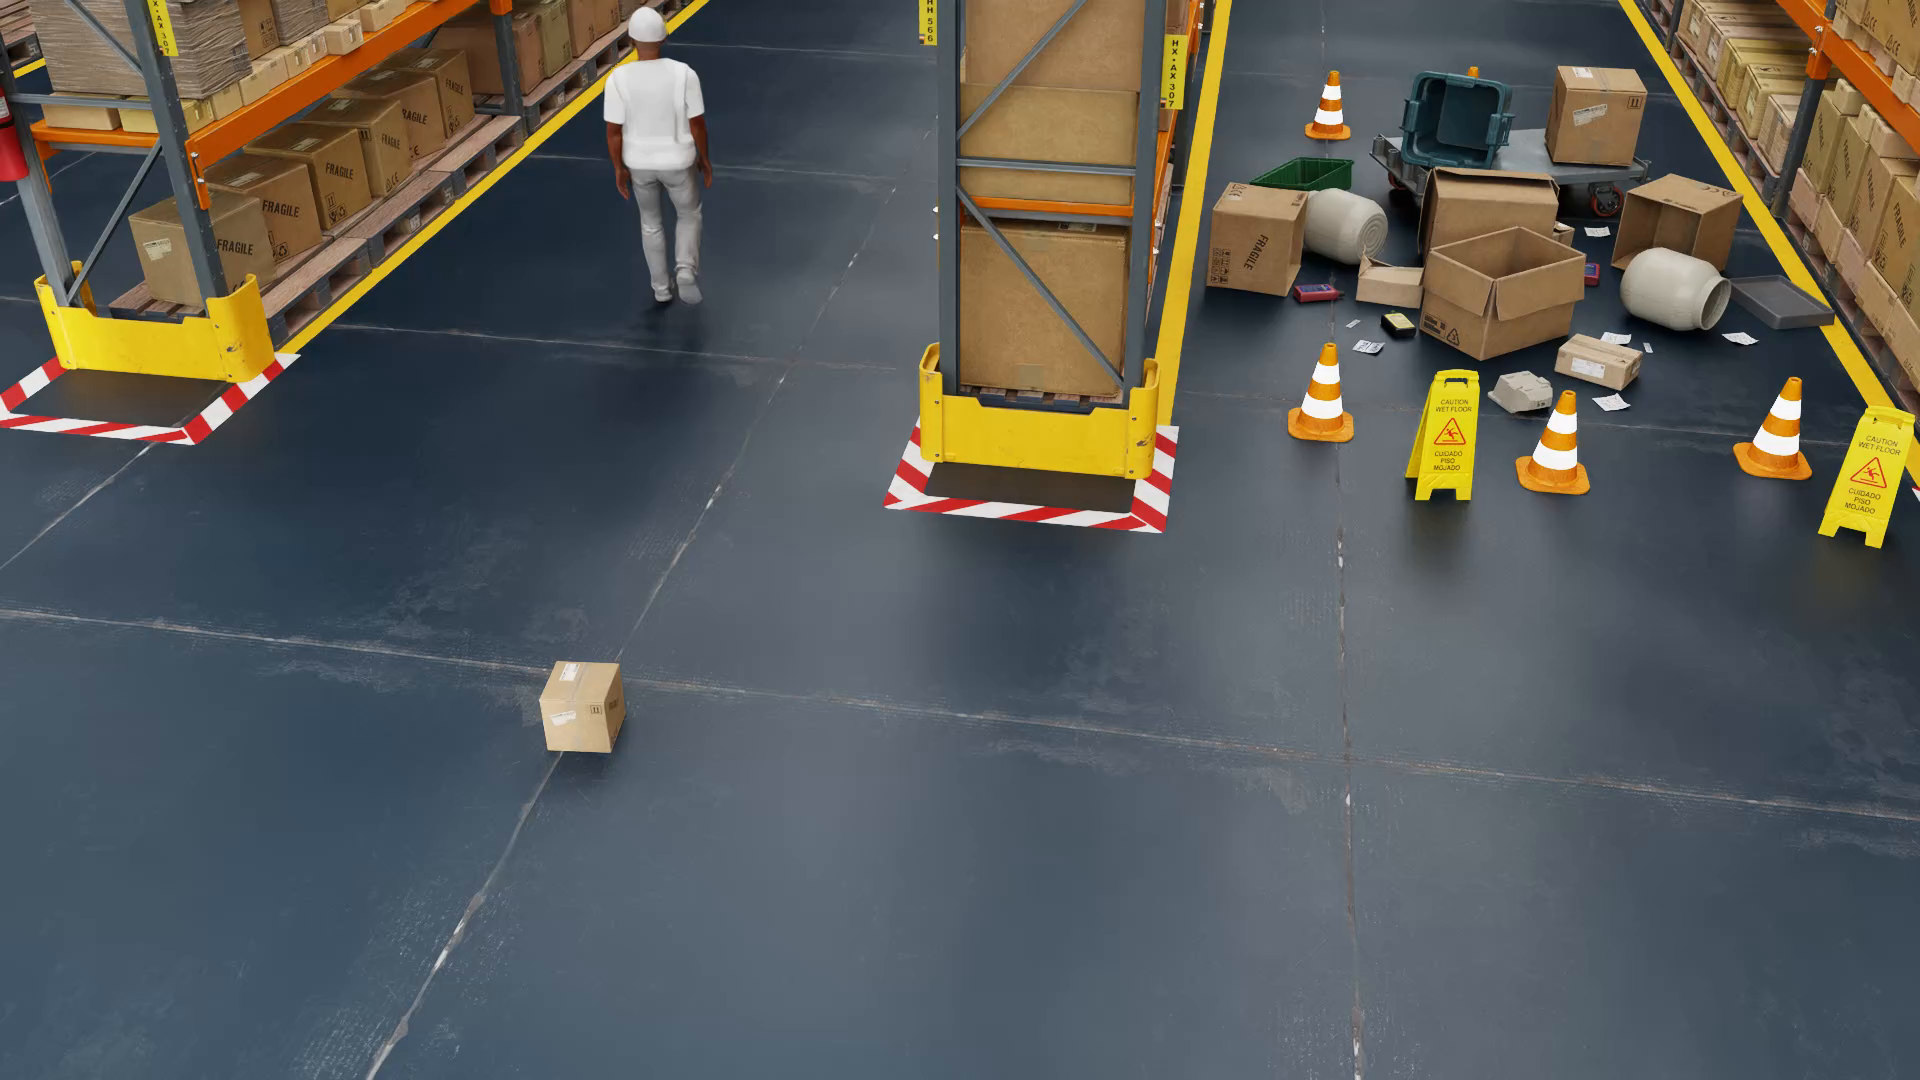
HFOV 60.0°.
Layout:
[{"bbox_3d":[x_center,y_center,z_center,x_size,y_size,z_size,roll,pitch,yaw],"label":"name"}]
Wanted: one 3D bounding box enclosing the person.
[{"bbox_3d":[-1.709,-2.163,9.517,0.572,1.750,0.665,-4,32,-6],"label":"person"}]
